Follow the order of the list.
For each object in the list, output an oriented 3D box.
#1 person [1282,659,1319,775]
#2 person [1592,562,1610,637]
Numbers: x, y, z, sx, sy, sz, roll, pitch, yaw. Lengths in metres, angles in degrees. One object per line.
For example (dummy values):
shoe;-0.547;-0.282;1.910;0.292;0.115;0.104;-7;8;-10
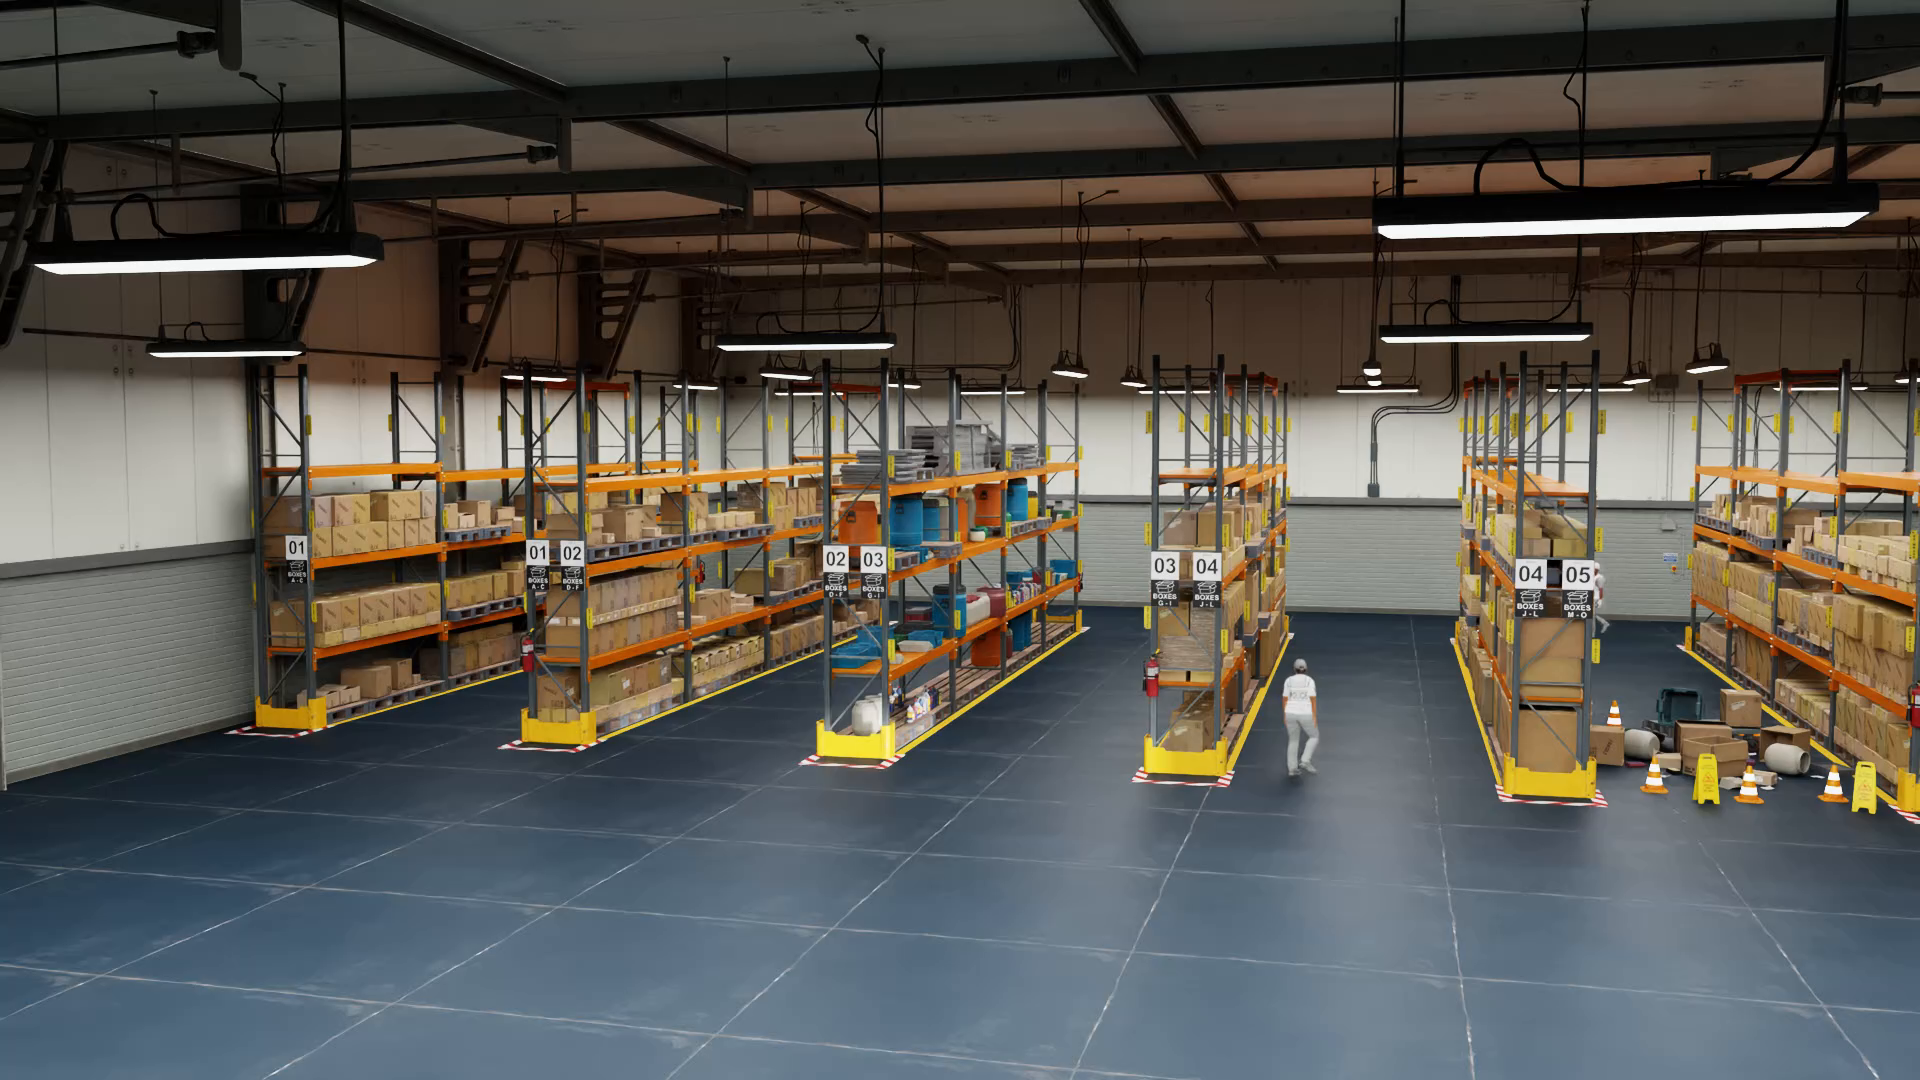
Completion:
person;4.867;2.528;23.772;0.520;1.649;0.484;3;5;33
person;15.000;1.404;39.177;0.698;1.770;0.545;0;4;1
